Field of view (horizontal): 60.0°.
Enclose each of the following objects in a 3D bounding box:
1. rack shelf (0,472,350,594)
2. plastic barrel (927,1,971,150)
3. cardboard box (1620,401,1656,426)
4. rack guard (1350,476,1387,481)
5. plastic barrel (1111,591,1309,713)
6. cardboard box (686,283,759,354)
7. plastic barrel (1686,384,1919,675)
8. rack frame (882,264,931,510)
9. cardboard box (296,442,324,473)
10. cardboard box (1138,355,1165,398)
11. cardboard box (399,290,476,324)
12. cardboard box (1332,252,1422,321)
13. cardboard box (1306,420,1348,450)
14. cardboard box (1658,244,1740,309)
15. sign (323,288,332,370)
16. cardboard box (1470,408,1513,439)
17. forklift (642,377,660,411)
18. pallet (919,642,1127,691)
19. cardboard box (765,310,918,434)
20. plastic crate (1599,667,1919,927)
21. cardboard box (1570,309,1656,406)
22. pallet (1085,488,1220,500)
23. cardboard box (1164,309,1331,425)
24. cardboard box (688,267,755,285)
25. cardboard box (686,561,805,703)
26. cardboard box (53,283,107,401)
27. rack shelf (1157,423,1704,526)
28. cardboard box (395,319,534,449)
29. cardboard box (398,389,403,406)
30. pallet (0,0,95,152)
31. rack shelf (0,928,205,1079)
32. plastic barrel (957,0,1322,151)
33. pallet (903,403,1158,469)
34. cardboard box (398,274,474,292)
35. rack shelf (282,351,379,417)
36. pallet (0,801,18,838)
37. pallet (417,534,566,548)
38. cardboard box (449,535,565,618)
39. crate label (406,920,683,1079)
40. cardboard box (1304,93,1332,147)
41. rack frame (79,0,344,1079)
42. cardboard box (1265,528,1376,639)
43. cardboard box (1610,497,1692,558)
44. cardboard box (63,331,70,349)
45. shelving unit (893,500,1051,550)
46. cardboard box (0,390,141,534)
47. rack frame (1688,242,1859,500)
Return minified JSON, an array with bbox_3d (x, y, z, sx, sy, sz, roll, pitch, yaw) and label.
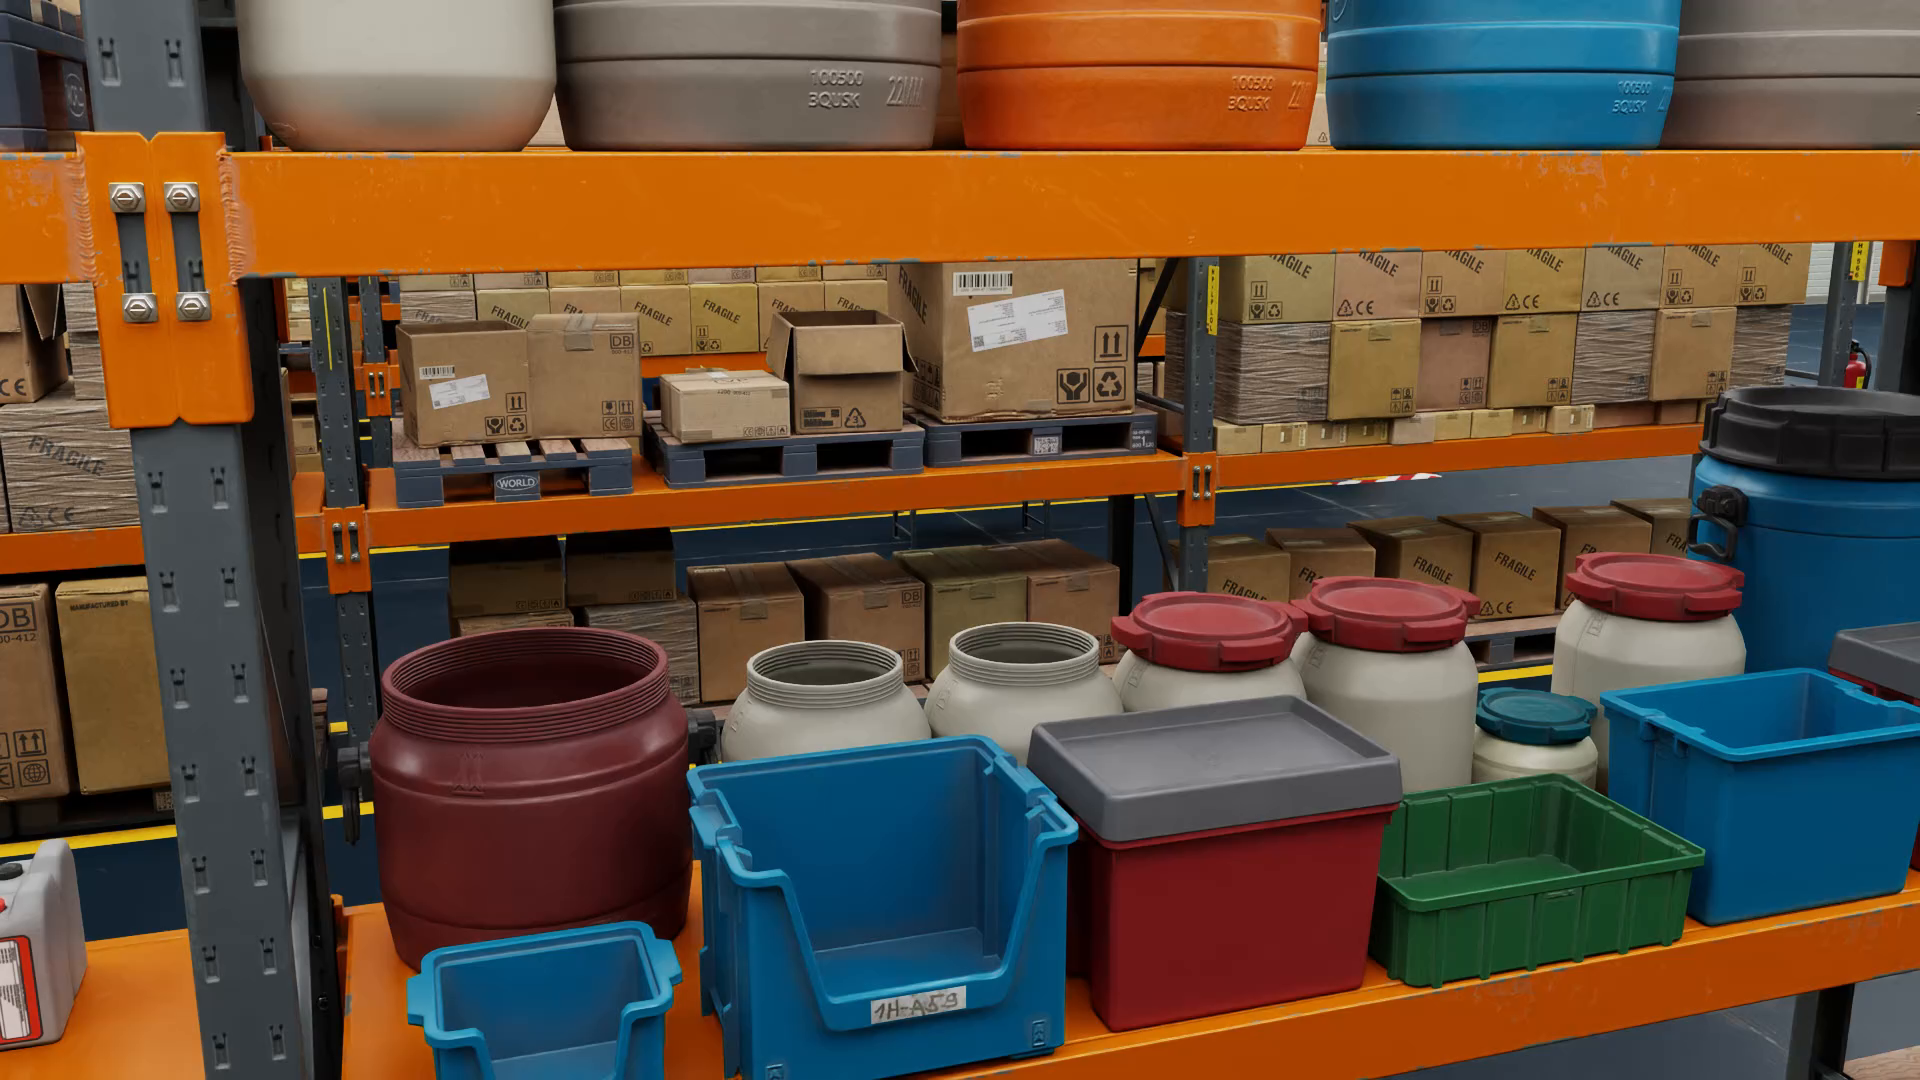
[{"bbox_3d":[-4.649,0.080,6.878,4.000,0.370,1.077,-4,14,-18],"label":"rack shelf"},{"bbox_3d":[-0.043,-0.868,3.127,0.301,0.262,0.301,0,13,0],"label":"plastic barrel"},{"bbox_3d":[3.674,-0.747,9.343,0.250,0.149,0.380,-4,14,-18],"label":"cardboard box"},{"bbox_3d":[3.365,-0.889,14.799,0.348,0.500,1.175,-4,14,-18],"label":"rack guard"},{"bbox_3d":[0.535,0.416,3.618,0.433,0.535,0.433,0,13,0],"label":"plastic barrel"},{"bbox_3d":[-1.816,-1.685,12.528,0.500,0.500,0.500,-4,14,-17],"label":"cardboard box"},{"bbox_3d":[2.154,0.092,4.191,0.708,0.901,0.600,-4,14,-18],"label":"plastic barrel"},{"bbox_3d":[-0.449,-1.808,13.261,0.127,3.000,1.000,-4,14,-18],"label":"rack frame"},{"bbox_3d":[-4.780,-0.395,11.816,0.500,0.500,0.500,-5,14,-18],"label":"cardboard box"},{"bbox_3d":[1.887,-1.144,14.154,0.875,0.875,0.875,-5,14,-19],"label":"cardboard box"},{"bbox_3d":[-3.728,-1.535,11.899,0.500,0.500,0.500,-4,14,-17],"label":"cardboard box"},{"bbox_3d":[2.018,-1.407,8.557,0.500,0.500,0.500,-4,14,-18],"label":"cardboard box"},{"bbox_3d":[1.806,-0.580,8.644,0.250,0.149,0.380,-4,14,-18],"label":"cardboard box"},{"bbox_3d":[3.914,-1.555,9.177,0.500,0.500,0.500,-4,14,-18],"label":"cardboard box"},{"bbox_3d":[-2.574,-0.859,6.771,0.005,0.325,0.100,-4,14,-18],"label":"sign"},{"bbox_3d":[2.754,-0.654,8.953,0.250,0.149,0.380,-4,14,-18],"label":"cardboard box"},{"bbox_3d":[-3.313,-2.291,15.441,1.130,2.935,3.031,-4,14,-15],"label":"forklift"},{"bbox_3d":[0.300,0.702,8.736,1.213,0.211,1.003,-4,14,-18],"label":"pallet"},{"bbox_3d":[-0.576,-0.819,7.973,0.637,0.503,0.797,-3,14,-12],"label":"cardboard box"},{"bbox_3d":[1.671,0.531,3.463,0.575,0.384,0.392,-4,14,-18],"label":"plastic crate"},{"bbox_3d":[3.375,-1.076,9.325,0.500,0.500,0.875,-4,14,-18],"label":"cardboard box"},{"bbox_3d":[1.455,-0.581,14.130,1.213,0.211,1.003,-4,14,-18],"label":"pallet"},{"bbox_3d":[1.483,-0.926,8.693,0.500,0.500,0.875,-4,14,-18],"label":"cardboard box"},{"bbox_3d":[-1.884,-2.229,12.657,0.500,0.500,0.700,-4,14,-18],"label":"cardboard box"},{"bbox_3d":[-1.068,0.444,8.246,0.500,0.500,0.700,-3,14,-13],"label":"cardboard box"},{"bbox_3d":[-3.452,-0.904,7.076,0.637,0.503,0.797,-4,14,-16],"label":"cardboard box"},{"bbox_3d":[2.933,-0.510,9.361,4.000,0.370,1.077,-4,14,-18],"label":"rack shelf"},{"bbox_3d":[-2.255,-0.719,7.560,0.500,0.500,0.500,-6,15,-25],"label":"cardboard box"},{"bbox_3d":[-5.376,-1.556,16.975,0.625,0.372,0.950,-5,14,-22],"label":"cardboard box"},{"bbox_3d":[-1.930,-0.664,2.376,1.213,0.211,1.003,-4,14,-18],"label":"pallet"},{"bbox_3d":[-3.070,1.166,2.311,4.000,0.370,1.077,-4,14,-18],"label":"rack shelf"},{"bbox_3d":[0.293,-1.061,2.710,0.708,0.830,0.600,-4,14,-18],"label":"plastic barrel"},{"bbox_3d":[0.266,-0.595,8.576,1.213,0.211,1.003,-4,14,-18],"label":"pallet"},{"bbox_3d":[-3.811,-2.079,12.023,0.500,0.500,0.700,-5,14,-18],"label":"cardboard box"},{"bbox_3d":[-6.136,-1.015,11.483,4.000,0.370,1.077,-4,14,-18],"label":"rack shelf"},{"bbox_3d":[-4.679,1.070,7.188,1.213,0.211,1.003,-4,14,-18],"label":"pallet"},{"bbox_3d":[-3.469,-0.198,12.518,1.213,0.211,1.003,-4,14,-18],"label":"pallet"},{"bbox_3d":[-2.128,0.164,7.803,0.500,0.250,0.500,-4,14,-16],"label":"cardboard box"},{"bbox_3d":[-0.655,0.801,2.653,0.416,0.233,0.303,-4,14,-18],"label":"crate label"},{"bbox_3d":[1.545,-2.076,8.230,0.500,0.250,0.500,-5,14,-20],"label":"cardboard box"},{"bbox_3d":[-1.174,0.669,2.849,0.127,3.000,1.000,-4,14,-18],"label":"rack frame"},{"bbox_3d":[1.970,0.234,9.169,0.500,0.500,0.500,0,13,0],"label":"cardboard box"},{"bbox_3d":[4.231,0.046,9.960,0.500,0.500,0.500,-2,14,-8],"label":"cardboard box"},{"bbox_3d":[-5.778,-1.364,11.031,0.250,0.149,0.380,-4,14,-16],"label":"cardboard box"},{"bbox_3d":[0.081,-0.736,11.996,1.048,1.500,0.538,-4,14,-18],"label":"shelving unit"},{"bbox_3d":[-3.617,-0.340,6.873,0.500,0.500,0.500,-5,14,-19],"label":"cardboard box"},{"bbox_3d":[4.828,-1.008,9.898,0.127,3.000,1.000,-4,14,-18],"label":"rack frame"}]
